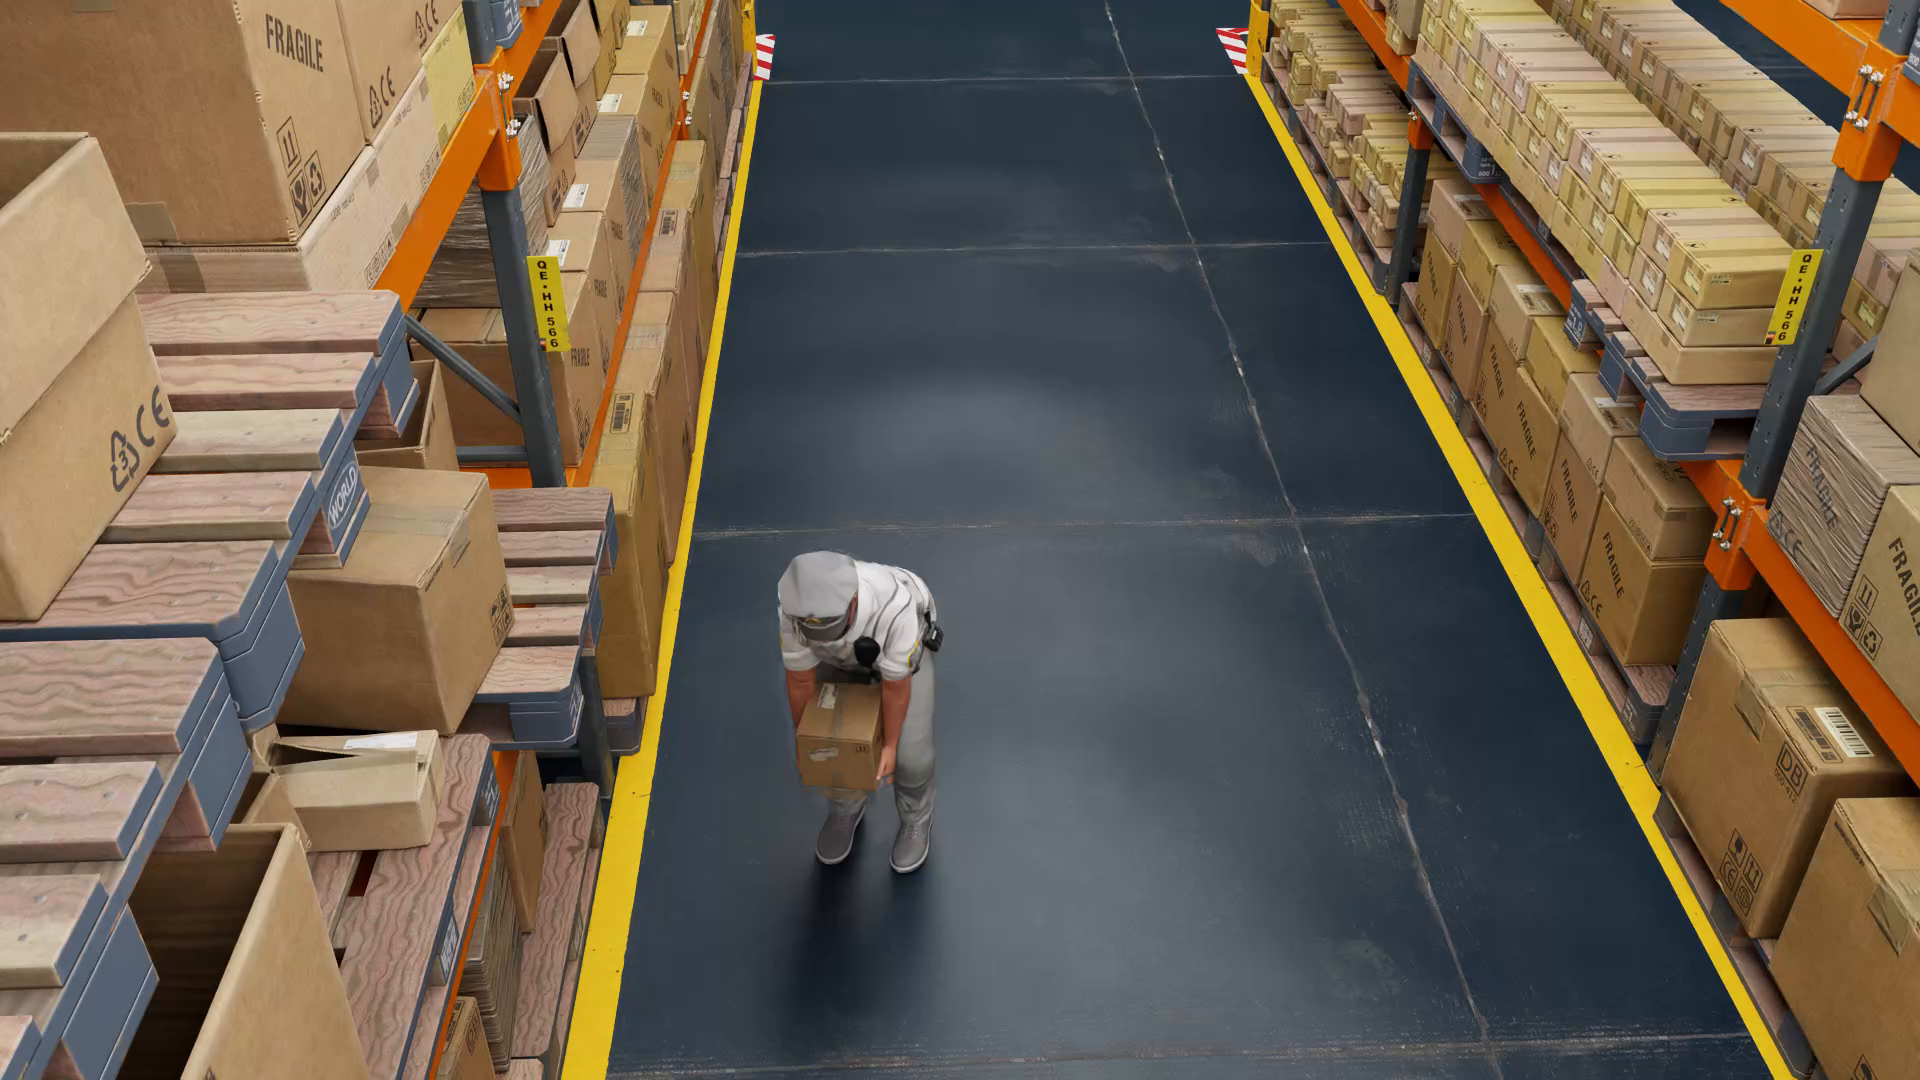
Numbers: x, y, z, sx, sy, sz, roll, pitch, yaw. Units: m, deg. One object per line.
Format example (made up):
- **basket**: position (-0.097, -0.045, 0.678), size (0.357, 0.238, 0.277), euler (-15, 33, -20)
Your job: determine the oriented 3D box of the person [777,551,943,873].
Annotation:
- **person**: position (-0.343, 0.550, 5.551), size (0.467, 1.533, 0.858), euler (8, 36, 12)
